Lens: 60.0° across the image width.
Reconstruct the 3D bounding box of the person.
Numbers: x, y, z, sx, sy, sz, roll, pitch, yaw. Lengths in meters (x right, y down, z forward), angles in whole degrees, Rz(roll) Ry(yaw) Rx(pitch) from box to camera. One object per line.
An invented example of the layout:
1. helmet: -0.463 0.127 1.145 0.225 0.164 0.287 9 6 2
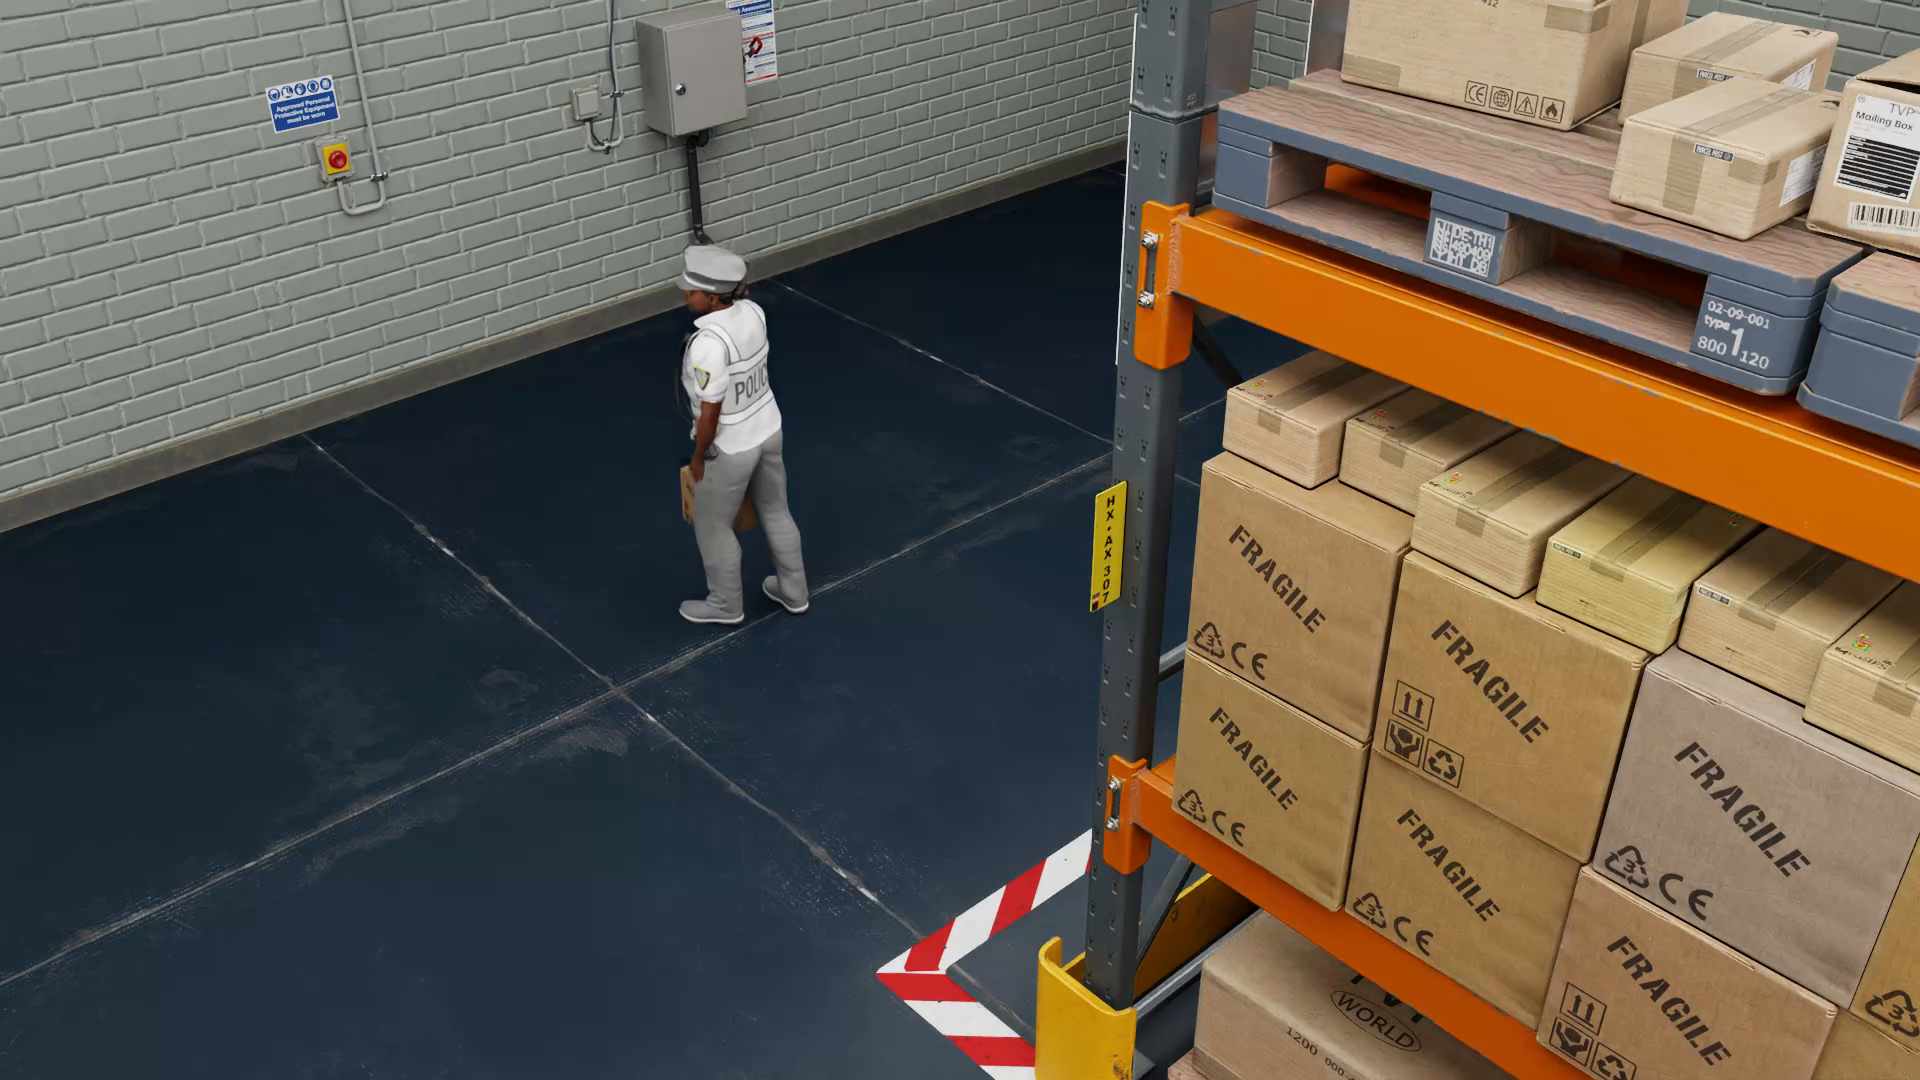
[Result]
1. person: -0.930 -0.401 6.758 0.504 1.677 0.481 15 35 23
